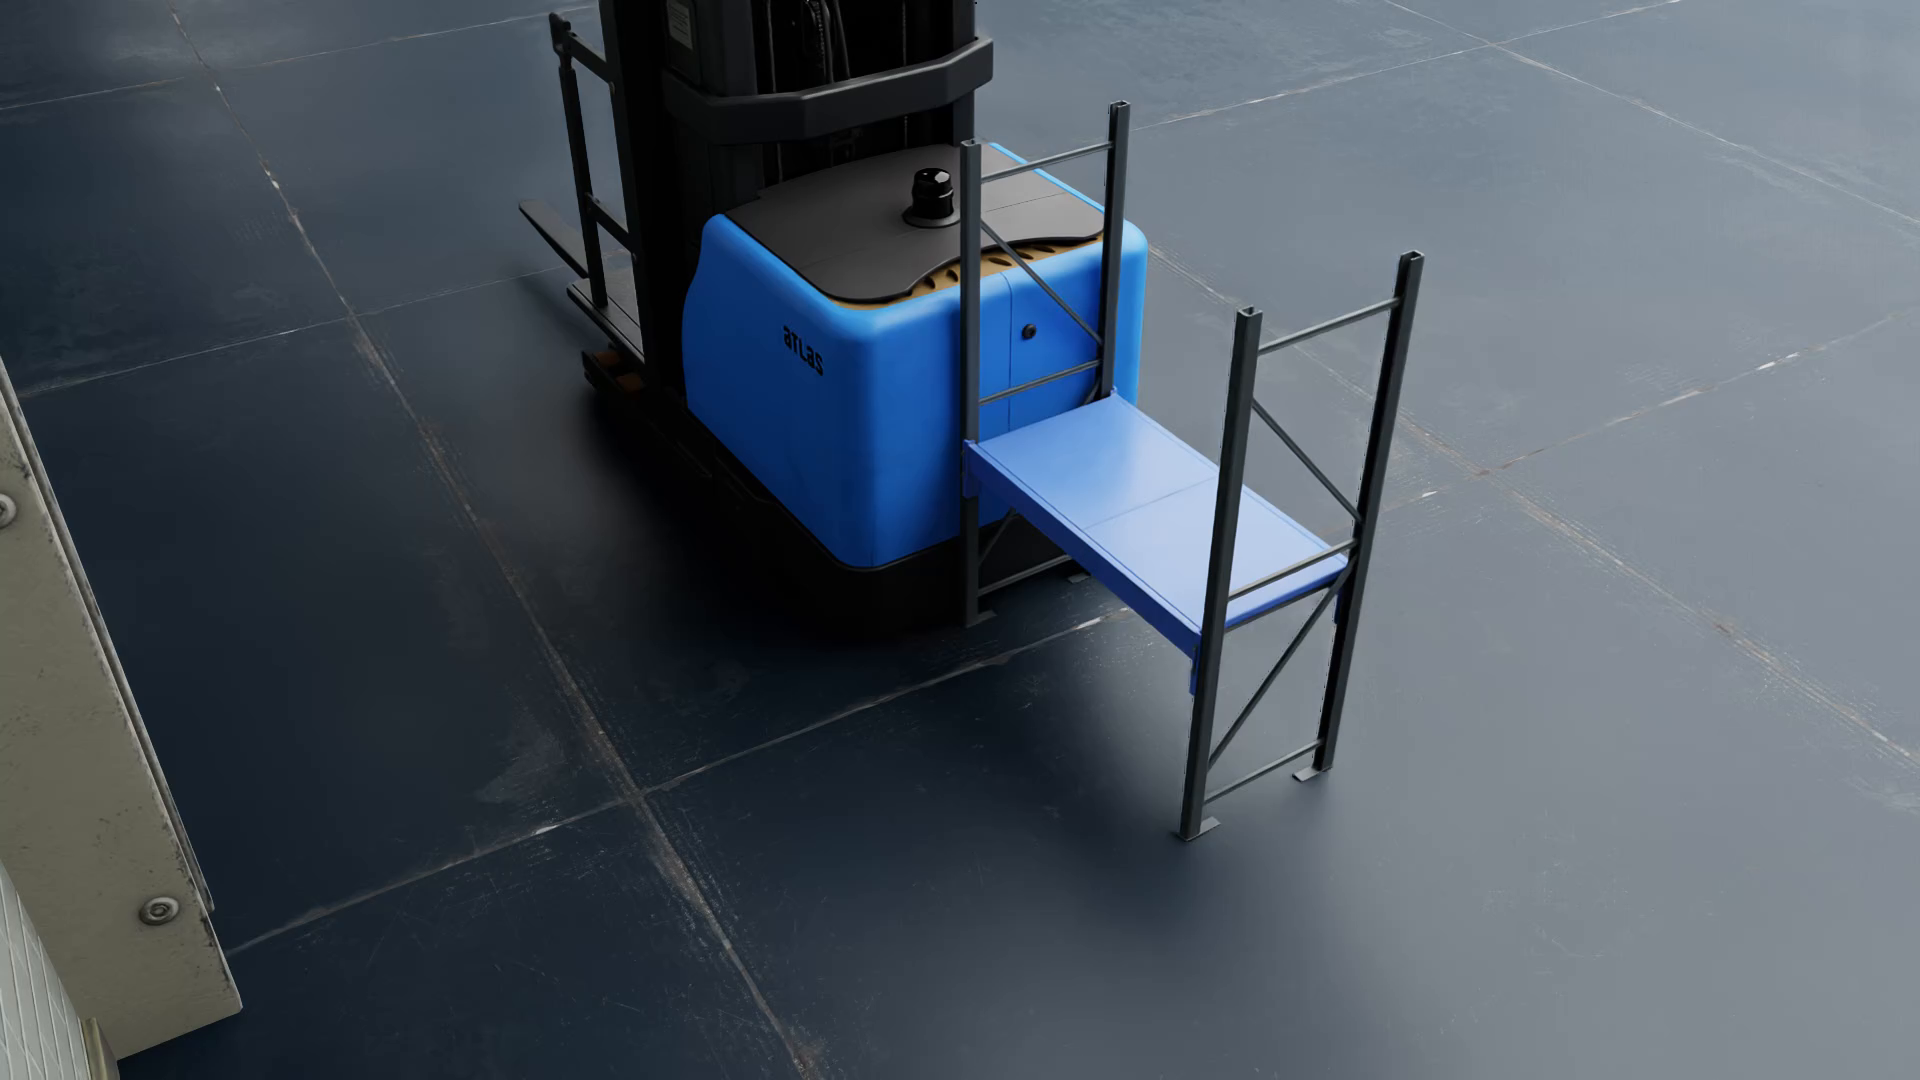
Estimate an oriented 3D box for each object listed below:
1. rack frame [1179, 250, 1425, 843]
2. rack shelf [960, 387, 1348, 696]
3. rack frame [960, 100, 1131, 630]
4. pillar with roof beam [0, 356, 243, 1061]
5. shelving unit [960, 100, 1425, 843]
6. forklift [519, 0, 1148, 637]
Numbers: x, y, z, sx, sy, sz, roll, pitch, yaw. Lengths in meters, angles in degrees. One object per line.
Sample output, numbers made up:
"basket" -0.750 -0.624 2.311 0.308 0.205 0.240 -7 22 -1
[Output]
"rack frame" 0.773 0.072 3.880 0.500 1.500 0.032 -21 41 -26
"rack shelf" 0.495 -0.034 4.329 0.538 0.185 1.000 -21 41 -26
"rack frame" 0.217 -0.430 4.567 0.500 1.500 0.032 -21 41 -26
"pillar with roof beam" 1.858 -3.895 2.953 9.100 9.000 0.400 -19 40 -24
"shelving unit" 0.495 -0.179 4.223 0.538 1.500 1.048 -21 41 -26
"forklift" -0.686 -1.739 5.146 1.130 2.935 3.031 -21 41 -26
